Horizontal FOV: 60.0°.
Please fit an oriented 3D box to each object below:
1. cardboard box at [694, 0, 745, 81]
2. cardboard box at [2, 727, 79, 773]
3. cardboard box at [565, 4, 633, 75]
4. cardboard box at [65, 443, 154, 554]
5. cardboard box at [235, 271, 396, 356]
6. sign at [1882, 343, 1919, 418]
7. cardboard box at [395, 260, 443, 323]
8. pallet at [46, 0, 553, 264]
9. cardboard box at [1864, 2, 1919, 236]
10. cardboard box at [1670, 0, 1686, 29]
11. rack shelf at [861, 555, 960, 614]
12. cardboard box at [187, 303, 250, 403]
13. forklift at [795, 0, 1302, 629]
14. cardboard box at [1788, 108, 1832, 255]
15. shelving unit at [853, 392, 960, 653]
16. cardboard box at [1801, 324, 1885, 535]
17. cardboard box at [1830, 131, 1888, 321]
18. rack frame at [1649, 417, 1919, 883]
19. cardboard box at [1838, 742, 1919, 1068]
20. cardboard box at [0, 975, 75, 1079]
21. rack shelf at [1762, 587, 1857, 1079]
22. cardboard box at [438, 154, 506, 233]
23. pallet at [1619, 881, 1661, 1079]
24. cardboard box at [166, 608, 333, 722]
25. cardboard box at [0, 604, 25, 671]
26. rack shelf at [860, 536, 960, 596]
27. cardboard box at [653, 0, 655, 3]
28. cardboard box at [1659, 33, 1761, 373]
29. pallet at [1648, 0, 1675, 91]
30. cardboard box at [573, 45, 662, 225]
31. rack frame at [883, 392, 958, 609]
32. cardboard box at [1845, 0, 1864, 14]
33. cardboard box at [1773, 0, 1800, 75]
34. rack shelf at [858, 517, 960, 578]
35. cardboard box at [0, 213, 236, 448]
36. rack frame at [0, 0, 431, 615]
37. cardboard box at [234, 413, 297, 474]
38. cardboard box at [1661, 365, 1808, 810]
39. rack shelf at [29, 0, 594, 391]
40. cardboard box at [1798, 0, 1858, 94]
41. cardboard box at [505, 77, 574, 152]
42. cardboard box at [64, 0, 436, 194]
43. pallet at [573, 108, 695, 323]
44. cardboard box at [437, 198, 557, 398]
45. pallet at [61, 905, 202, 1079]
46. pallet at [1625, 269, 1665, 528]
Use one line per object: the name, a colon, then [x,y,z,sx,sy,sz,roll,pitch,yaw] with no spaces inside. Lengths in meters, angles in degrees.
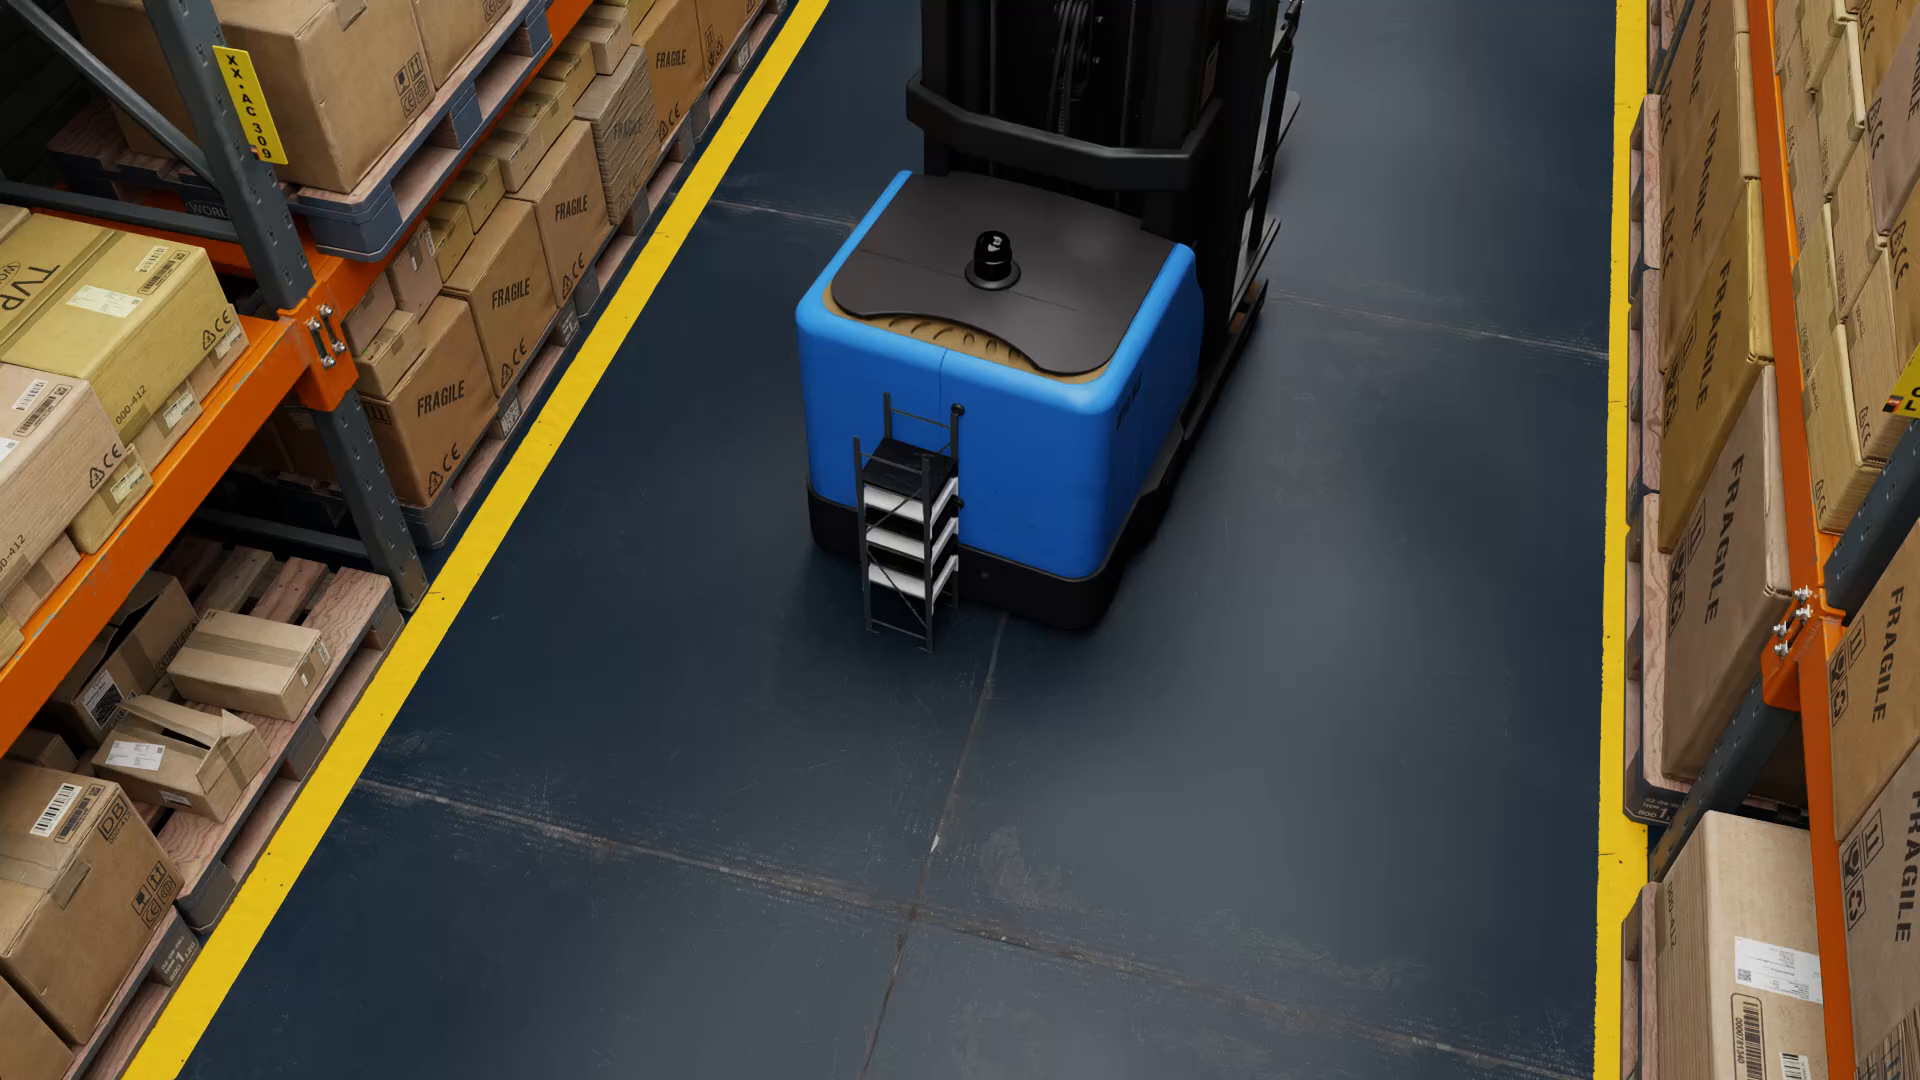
cardboard box: [-1.277,-2.385,7.242,0.500,0.500,0.500,11,49,9]
cardboard box: [-2.801,0.661,4.788,0.380,0.149,0.250,11,49,10]
cardboard box: [-1.493,-1.947,6.423,0.380,0.149,0.250,9,49,8]
cardboard box: [-2.217,-0.140,4.040,0.380,0.149,0.250,13,50,11]
cardboard box: [-1.992,-0.732,5.152,0.380,0.149,0.250,11,49,9]
sign: [1.979,-0.369,3.355,0.100,0.325,0.005,12,50,10]
cardboard box: [-1.935,-0.838,5.443,0.380,0.149,0.250,10,49,9]
pallet: [-1.969,-1.381,5.097,1.003,0.211,1.213,12,50,10]
cardboard box: [2.510,-1.024,3.920,0.500,0.500,0.500,12,50,11]
cardboard box: [3.716,-2.481,7.412,0.950,0.372,0.625,9,49,7]
rack shelf: [-0.159,0.105,5.341,0.258,0.077,0.200,18,51,15]
cardboard box: [-2.125,-0.525,4.380,0.380,0.149,0.250,12,50,11]
forklift: [0.546,-1.805,5.388,1.130,2.935,3.031,18,51,15]
cardboard box: [2.666,-0.966,4.702,0.500,0.250,0.500,10,49,9]
shelving unit: [-0.159,-0.036,5.182,0.258,0.900,0.210,18,51,15]
cardboard box: [2.380,-0.236,4.058,0.500,0.250,0.500,10,49,9]
cardboard box: [2.511,-0.757,4.184,0.500,0.250,0.500,13,50,11]
rack frame: [2.505,0.088,3.671,1.000,3.000,0.127,12,50,10]
cardboard box: [1.993,0.706,3.059,0.500,0.500,0.500,12,50,10]
cardboard box: [-2.587,1.296,3.993,0.500,0.500,0.500,12,50,11]
rack shelf: [1.979,1.773,2.664,1.077,0.370,4.000,12,50,10]
cardboard box: [-1.820,-1.226,5.786,0.380,0.149,0.250,11,49,9]
pallet: [2.229,1.546,4.245,1.003,0.211,1.213,12,50,10]
cardboard box: [-2.148,0.377,5.038,0.380,0.149,0.250,10,49,9]
cardboard box: [-2.353,0.235,3.709,0.380,0.149,0.250,11,49,9]
rack shelf: [-0.159,0.046,5.274,0.258,0.077,0.200,18,51,15]
cardboard box: [-1.384,-2.334,6.764,0.380,0.149,0.250,13,50,11]
cardboard box: [3.057,-1.113,5.869,0.875,0.875,0.875,12,50,10]
pallet: [3.765,-2.447,7.769,1.003,0.211,1.213,12,50,10]
cardboard box: [-1.531,-1.627,6.572,0.500,0.500,0.500,10,49,9]
rack frame: [-0.118,-0.106,5.243,0.240,0.900,0.006,18,51,15]
cardboard box: [2.784,-1.764,4.573,0.500,0.500,0.500,12,50,11]
cardboard box: [2.925,-1.698,5.348,0.500,0.250,0.500,13,50,11]
rack shelf: [-0.159,-0.014,5.207,0.258,0.077,0.200,18,51,15]
cardboard box: [-2.183,-0.521,4.111,0.500,0.250,0.500,13,50,11]
rack frame: [-2.285,-0.889,4.534,1.000,3.000,0.127,12,50,10]
cardboard box: [-2.441,-0.614,5.678,0.500,0.500,0.500,11,50,10]
cardboard box: [2.591,0.188,4.720,0.875,0.875,0.875,13,50,11]
rack shelf: [-1.758,-2.097,6.080,1.077,0.370,4.000,12,50,10]
cardboard box: [2.760,-1.507,4.846,0.500,0.250,0.500,12,50,11]
cardboard box: [-1.650,-1.579,6.097,0.380,0.149,0.250,13,50,11]
cardboard box: [-1.941,-1.366,4.608,0.700,0.500,0.500,13,50,11]
pallet: [-1.788,-1.447,6.886,1.003,0.211,1.213,12,50,10]
cardboard box: [-1.809,-0.893,5.925,0.500,0.500,0.500,11,49,10]
pallet: [-2.785,1.416,4.360,1.003,0.211,1.213,12,50,10]
pallet: [2.955,-0.447,6.004,1.003,0.211,1.213,12,50,10]
